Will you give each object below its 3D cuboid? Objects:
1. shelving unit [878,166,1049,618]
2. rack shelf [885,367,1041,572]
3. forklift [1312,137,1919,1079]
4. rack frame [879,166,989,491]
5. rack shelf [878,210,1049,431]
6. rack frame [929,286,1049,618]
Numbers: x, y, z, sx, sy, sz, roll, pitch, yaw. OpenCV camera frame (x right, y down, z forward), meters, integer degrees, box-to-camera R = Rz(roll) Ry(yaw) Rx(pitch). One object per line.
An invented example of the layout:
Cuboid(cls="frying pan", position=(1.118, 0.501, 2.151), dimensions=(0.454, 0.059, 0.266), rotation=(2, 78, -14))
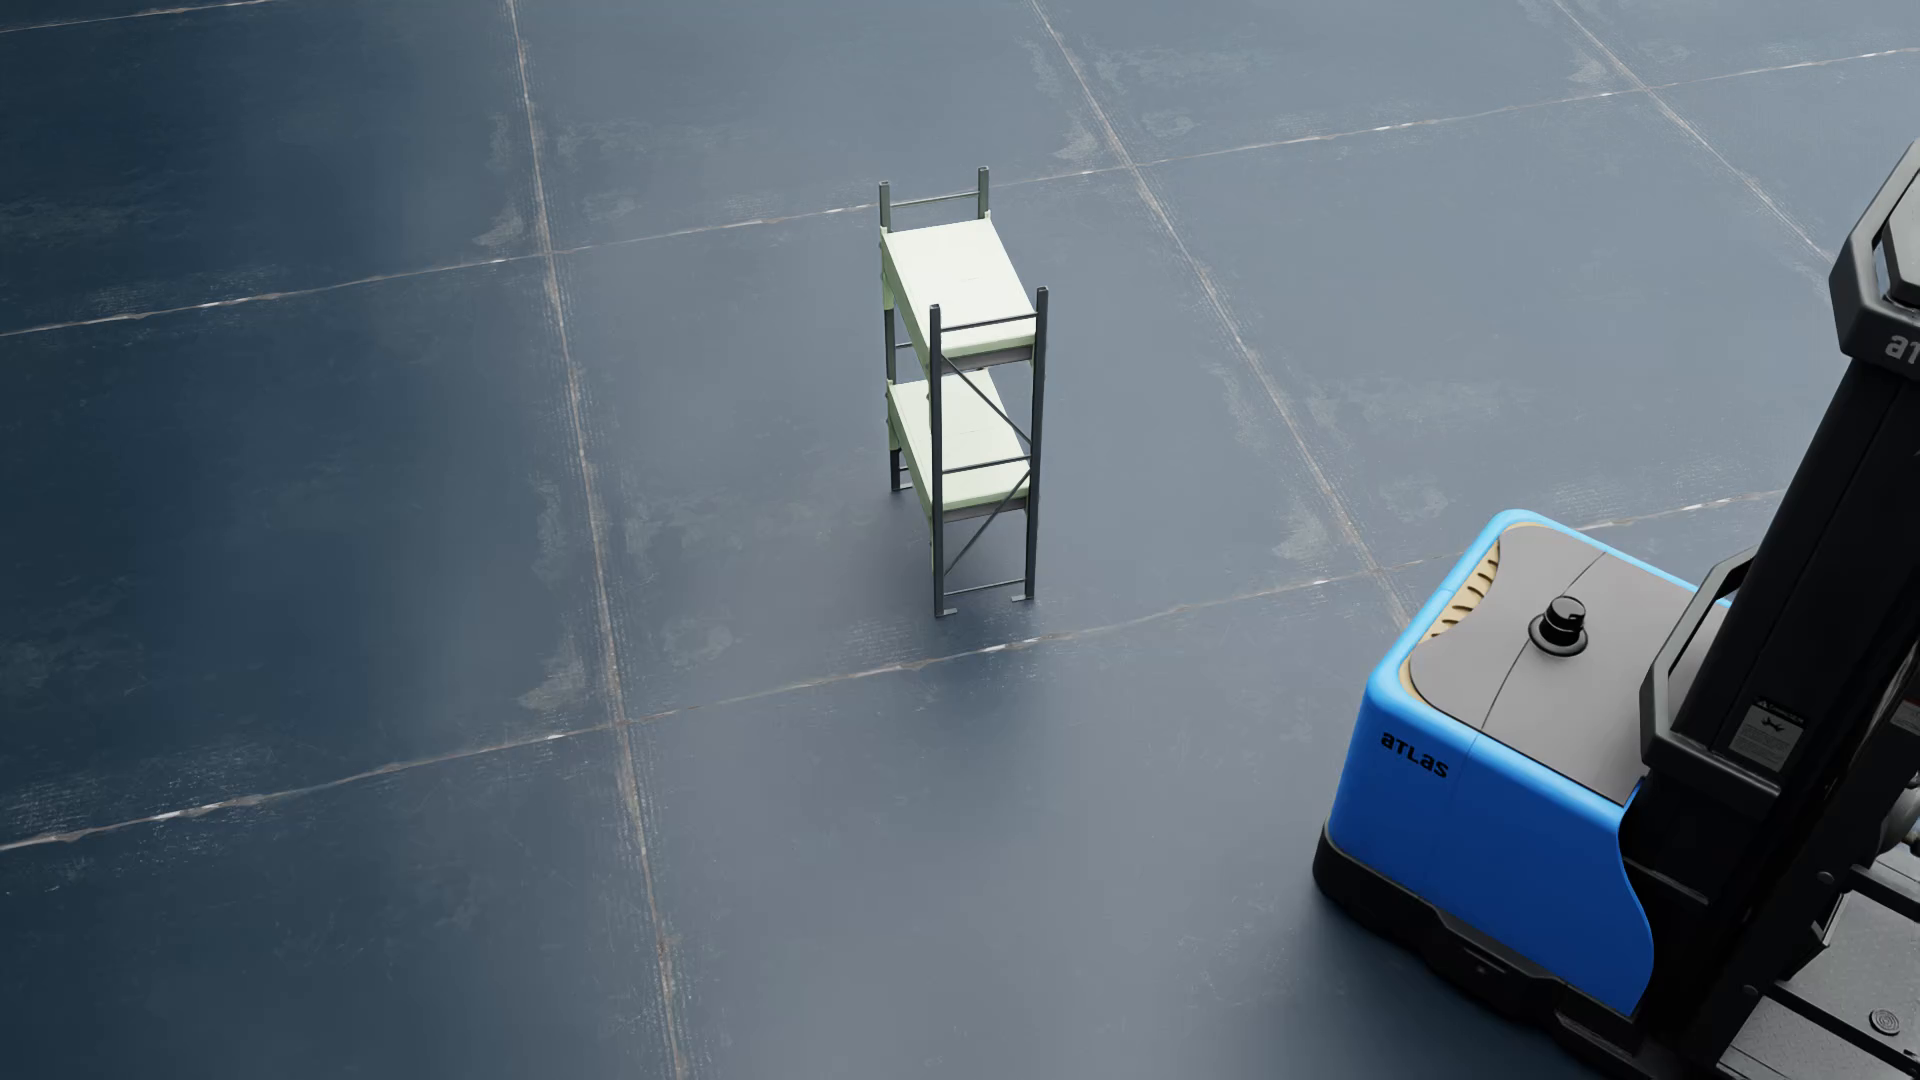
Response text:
Cuboid(cls="shelving unit", position=(0.002, -0.520, 6.210), dimensions=(0.431, 1.500, 0.755), rotation=(-11, 47, -10))
Cuboid(cls="rack shelf", position=(0.002, -0.292, 6.443), dimensions=(0.431, 0.370, 0.720), rotation=(-11, 47, -10))
Cuboid(cls="forklift", position=(2.655, 0.517, 4.192), dimensions=(3.031, 2.935, 1.130), rotation=(29, 52, 25))
Cuboid(cls="rack frame", position=(-0.092, -0.773, 6.457), dimensions=(0.400, 1.500, 0.023), rotation=(-11, 47, -10))
Cuboid(cls="rack shelf", position=(0.002, -0.793, 5.931), dimensions=(0.431, 0.370, 0.720), rotation=(-11, 47, -10))
Cuboid(cls="rack frame", position=(0.095, -0.268, 5.962), dimensions=(0.400, 1.500, 0.023), rotation=(-11, 47, -10))
